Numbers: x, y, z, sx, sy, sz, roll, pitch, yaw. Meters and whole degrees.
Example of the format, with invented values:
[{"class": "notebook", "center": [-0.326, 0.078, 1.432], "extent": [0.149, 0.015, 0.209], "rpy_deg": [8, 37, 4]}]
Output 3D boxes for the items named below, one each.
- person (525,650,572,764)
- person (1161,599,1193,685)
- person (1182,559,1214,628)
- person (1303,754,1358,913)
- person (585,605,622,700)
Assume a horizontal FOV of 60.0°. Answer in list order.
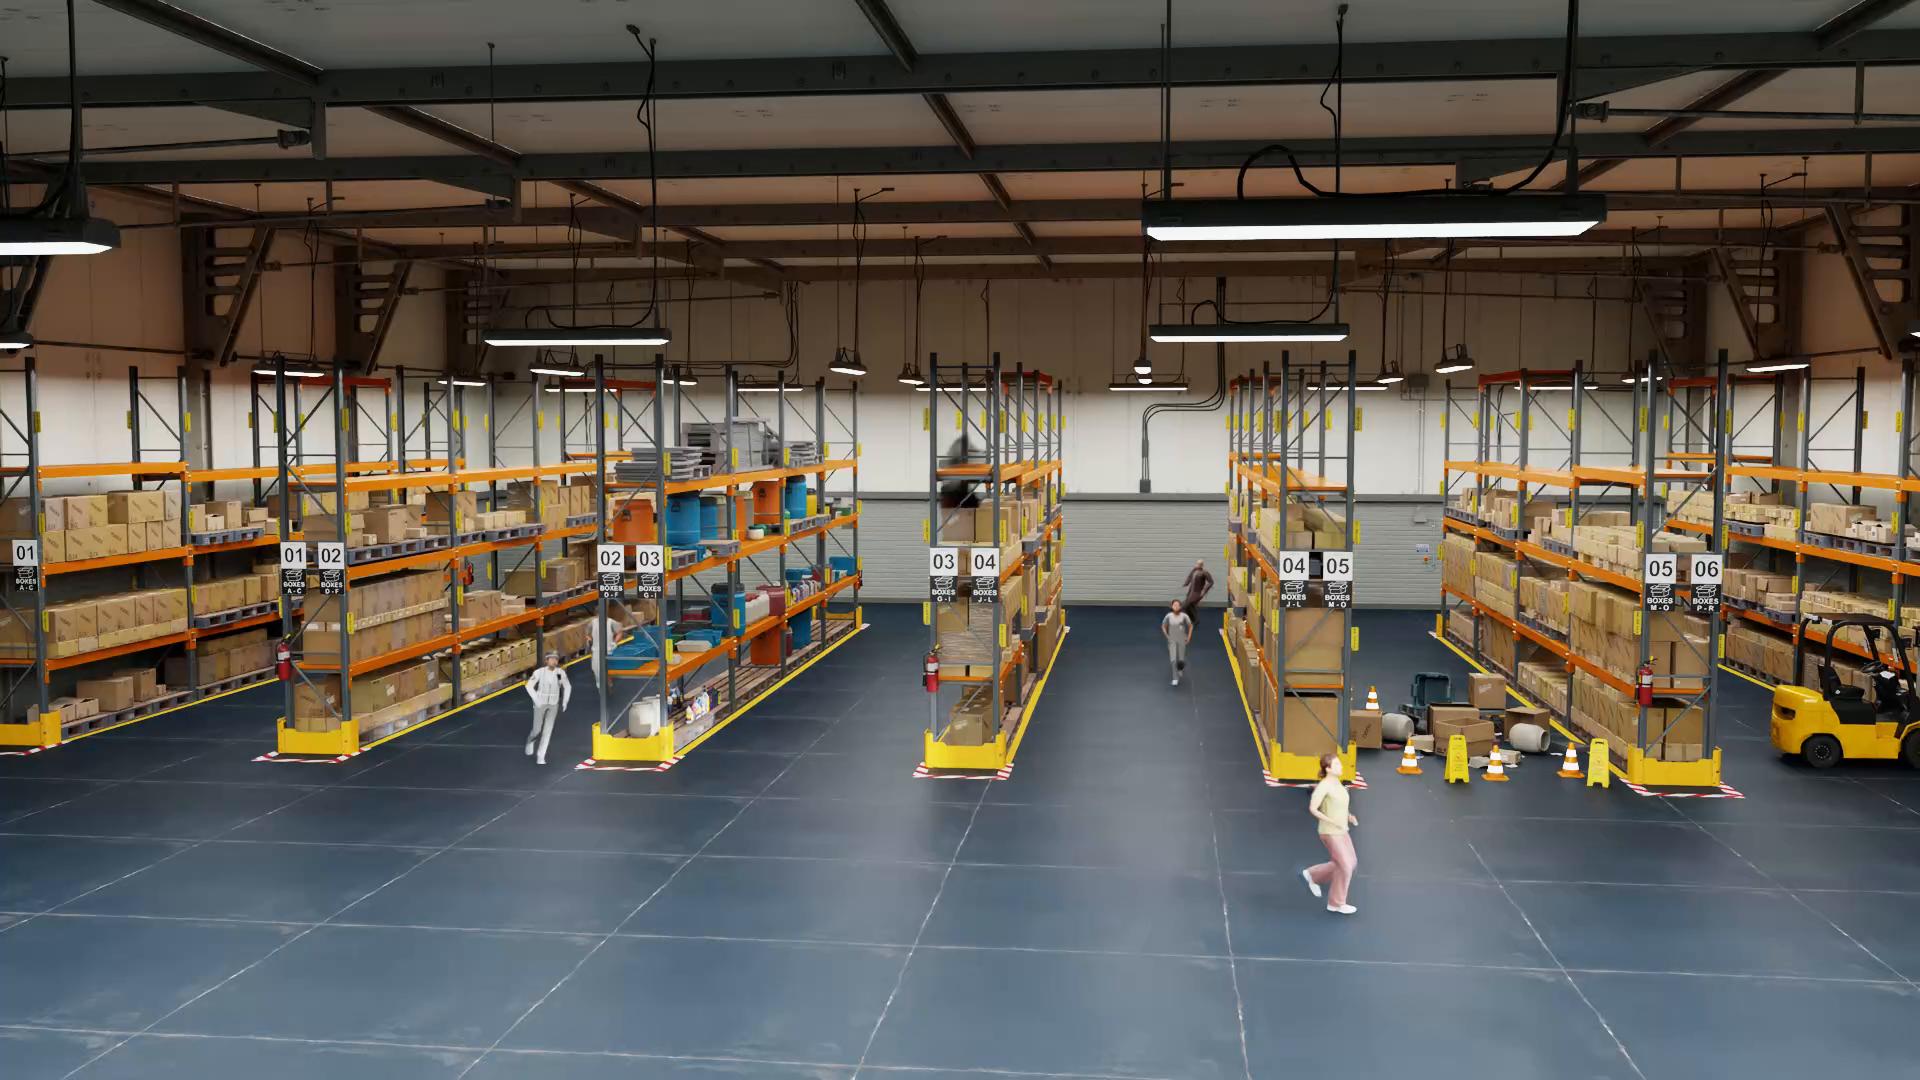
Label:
[{"class": "person", "center": [-6.083, 2.437, 24.638], "extent": [0.665, 1.649, 0.704], "rpy_deg": [-2, 4, -22]}, {"class": "person", "center": [4.160, 1.939, 31.888], "extent": [0.595, 1.627, 0.590], "rpy_deg": [0, 4, 7]}, {"class": "person", "center": [5.720, 1.309, 40.262], "extent": [0.632, 1.704, 0.790], "rpy_deg": [-2, 5, -28]}, {"class": "person", "center": [3.777, 2.985, 17.028], "extent": [0.609, 1.619, 0.580], "rpy_deg": [3, 5, 37]}, {"class": "person", "center": [-6.426, 2.013, 29.885], "extent": [0.648, 1.740, 0.598], "rpy_deg": [0, 4, -1]}]
